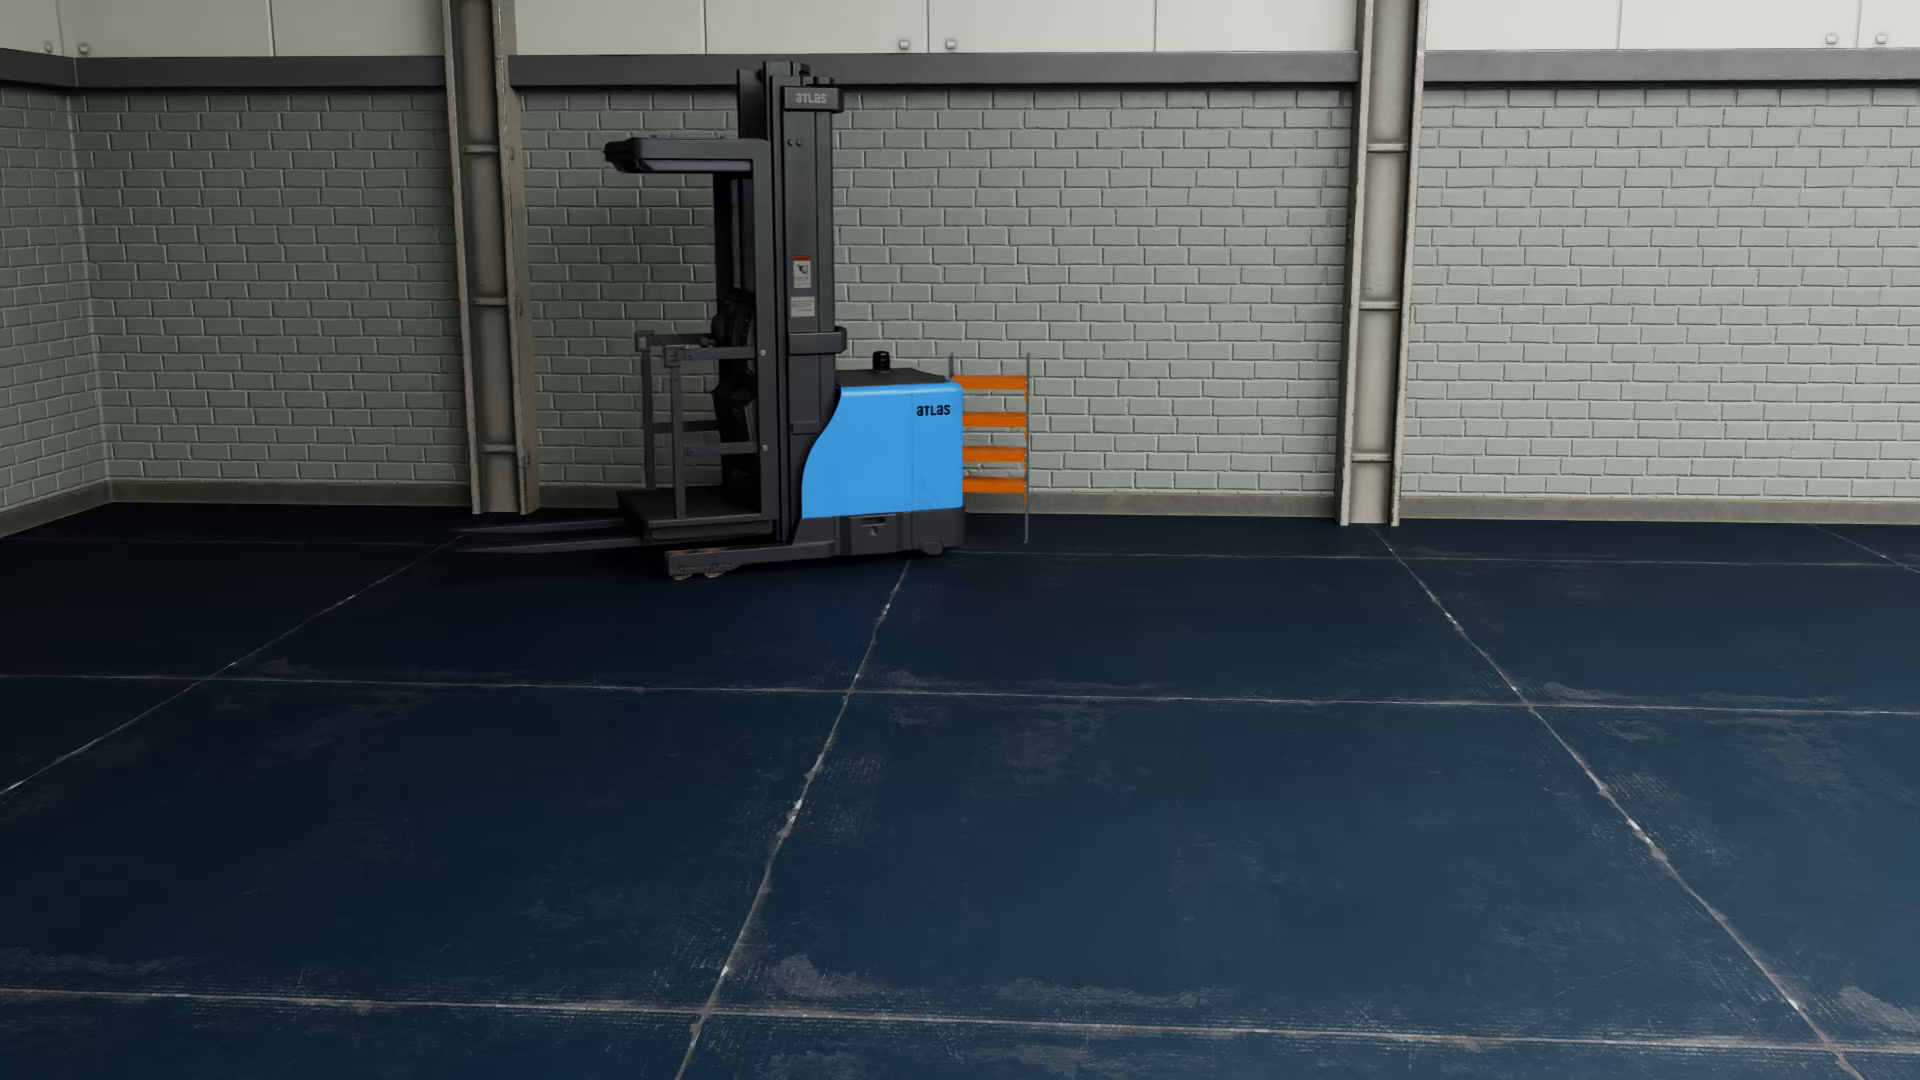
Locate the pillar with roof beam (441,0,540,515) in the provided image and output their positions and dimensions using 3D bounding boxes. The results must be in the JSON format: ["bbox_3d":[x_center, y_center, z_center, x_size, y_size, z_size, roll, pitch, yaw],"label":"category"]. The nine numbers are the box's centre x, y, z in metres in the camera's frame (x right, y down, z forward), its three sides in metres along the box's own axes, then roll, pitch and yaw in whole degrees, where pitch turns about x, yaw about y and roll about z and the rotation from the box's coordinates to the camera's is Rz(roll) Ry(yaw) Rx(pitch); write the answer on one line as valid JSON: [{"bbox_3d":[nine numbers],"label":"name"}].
[{"bbox_3d":[-3.497,-3.736,6.652,0.400,9.000,9.100,1,12,4],"label":"pillar with roof beam"}]

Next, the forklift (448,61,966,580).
[{"bbox_3d":[-1.539,-1.324,9.940,3.031,2.935,1.130,-4,13,-20],"label":"forklift"}]

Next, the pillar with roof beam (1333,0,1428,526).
[{"bbox_3d":[2.489,-3.654,6.260,0.400,9.000,9.100,1,12,4],"label":"pillar with roof beam"}]

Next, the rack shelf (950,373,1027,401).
[{"bbox_3d":[0.187,-0.971,10.562,0.480,0.148,0.258,1,12,4],"label":"rack shelf"}]

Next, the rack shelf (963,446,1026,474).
[{"bbox_3d":[0.187,-0.521,10.656,0.480,0.148,0.258,1,12,4],"label":"rack shelf"}]

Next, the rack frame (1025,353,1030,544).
[{"bbox_3d":[0.431,-0.583,10.627,0.015,1.200,0.240,1,12,4],"label":"rack frame"}]

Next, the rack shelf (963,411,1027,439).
[{"bbox_3d":[0.187,-0.740,10.610,0.480,0.148,0.258,1,12,4],"label":"rack shelf"}]

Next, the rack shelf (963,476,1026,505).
[{"bbox_3d":[0.187,-0.326,10.697,0.480,0.148,0.258,1,12,4],"label":"rack shelf"}]

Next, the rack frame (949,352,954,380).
[{"bbox_3d":[-0.056,-0.590,10.658,0.015,1.200,0.240,1,12,4],"label":"rack frame"}]

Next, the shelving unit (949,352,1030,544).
[{"bbox_3d":[0.187,-0.587,10.642,0.503,1.200,0.258,1,12,4],"label":"shelving unit"}]
